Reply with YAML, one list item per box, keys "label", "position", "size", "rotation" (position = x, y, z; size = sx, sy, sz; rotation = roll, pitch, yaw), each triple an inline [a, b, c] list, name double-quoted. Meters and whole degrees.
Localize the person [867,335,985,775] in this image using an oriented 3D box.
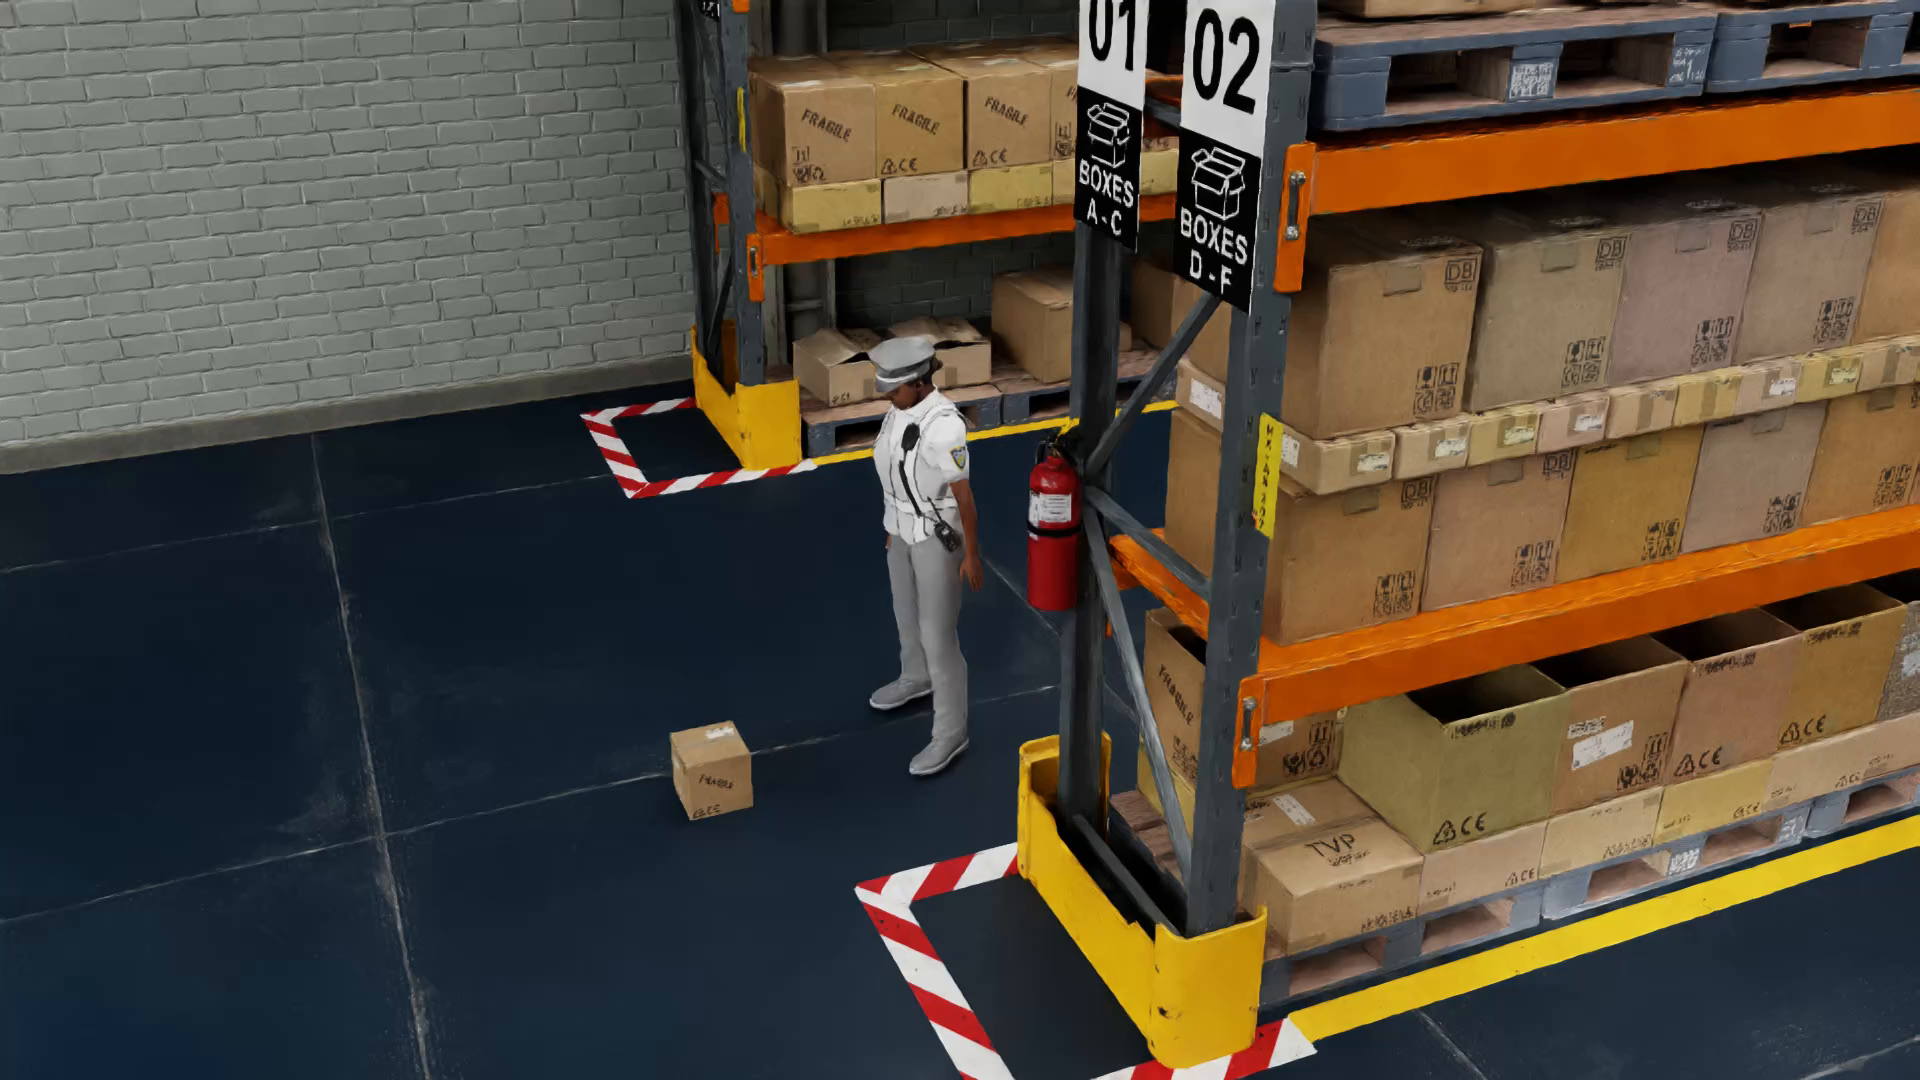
- label: "person"
  position: [-0.152, 0.038, 6.500]
  size: [0.442, 1.656, 0.649]
  rotation: [-16, 30, -29]
